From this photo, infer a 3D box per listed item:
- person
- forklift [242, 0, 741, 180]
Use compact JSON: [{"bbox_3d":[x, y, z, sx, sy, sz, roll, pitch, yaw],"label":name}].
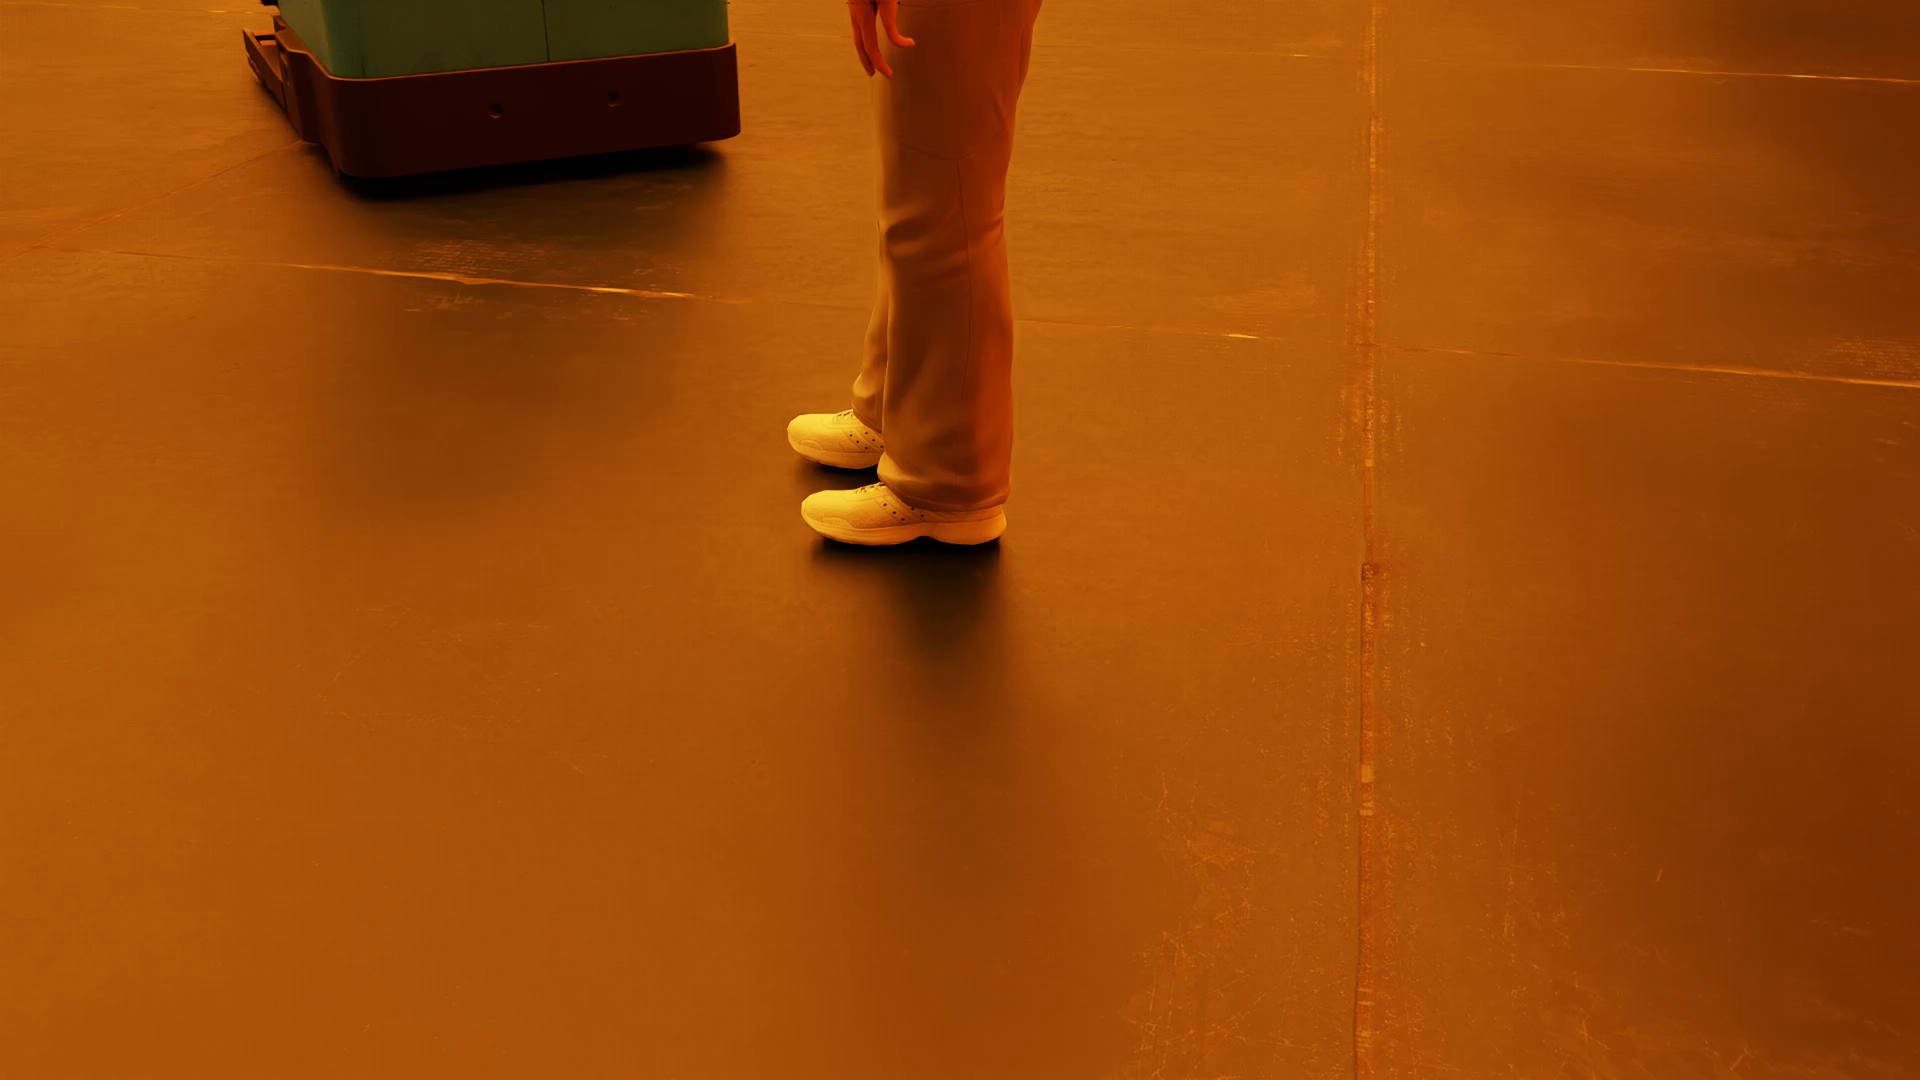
[{"bbox_3d":[-0.029,-0.680,2.173,0.390,1.360,0.519,6,27,11],"label":"person"},{"bbox_3d":[-1.721,-2.837,4.869,1.130,2.935,3.031,-13,30,-24],"label":"forklift"}]
